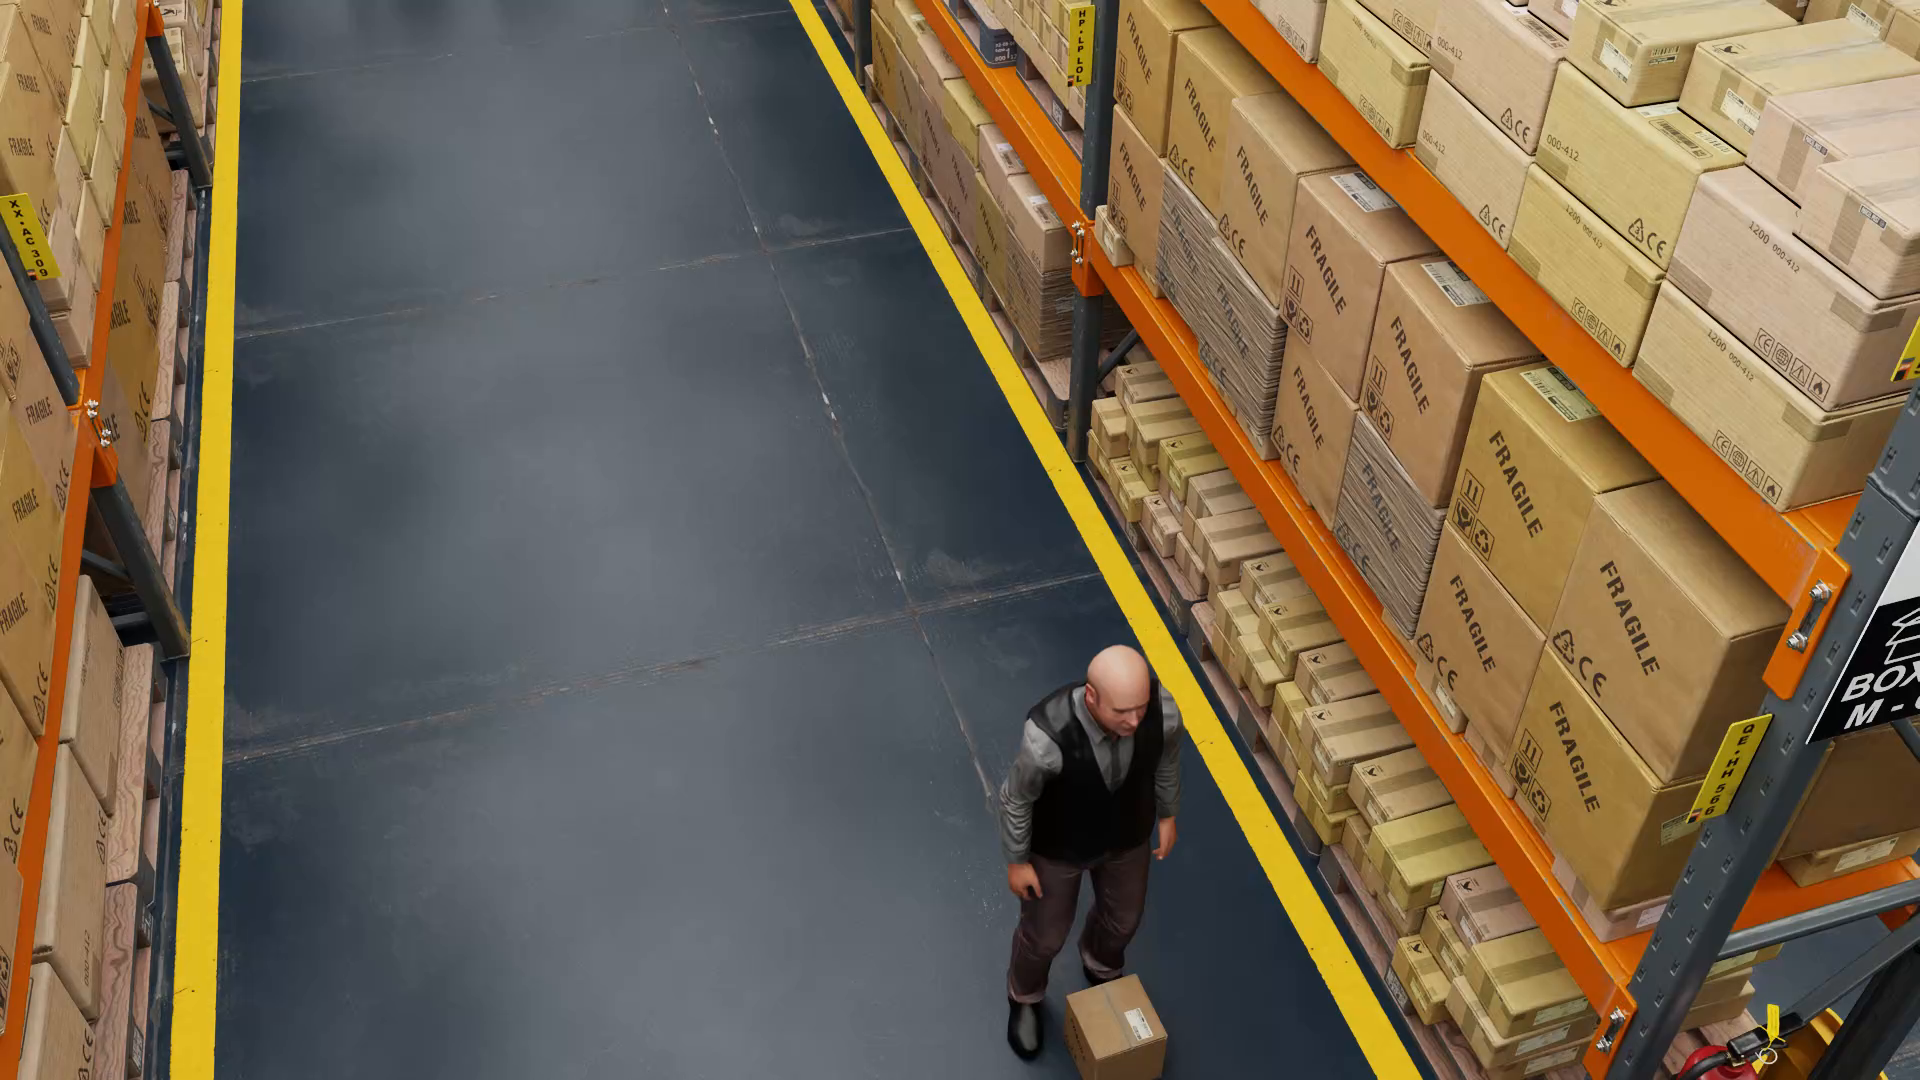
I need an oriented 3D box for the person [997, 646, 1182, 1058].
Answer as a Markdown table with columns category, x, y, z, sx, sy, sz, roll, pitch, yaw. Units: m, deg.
| category | x | y | z | sx | sy | sz | roll | pitch | yaw |
| --- | --- | --- | --- | --- | --- | --- | --- | --- | --- |
| person | 0.391 | 0.913 | 5.162 | 0.582 | 1.721 | 0.416 | -13 | 44 | -14 |
